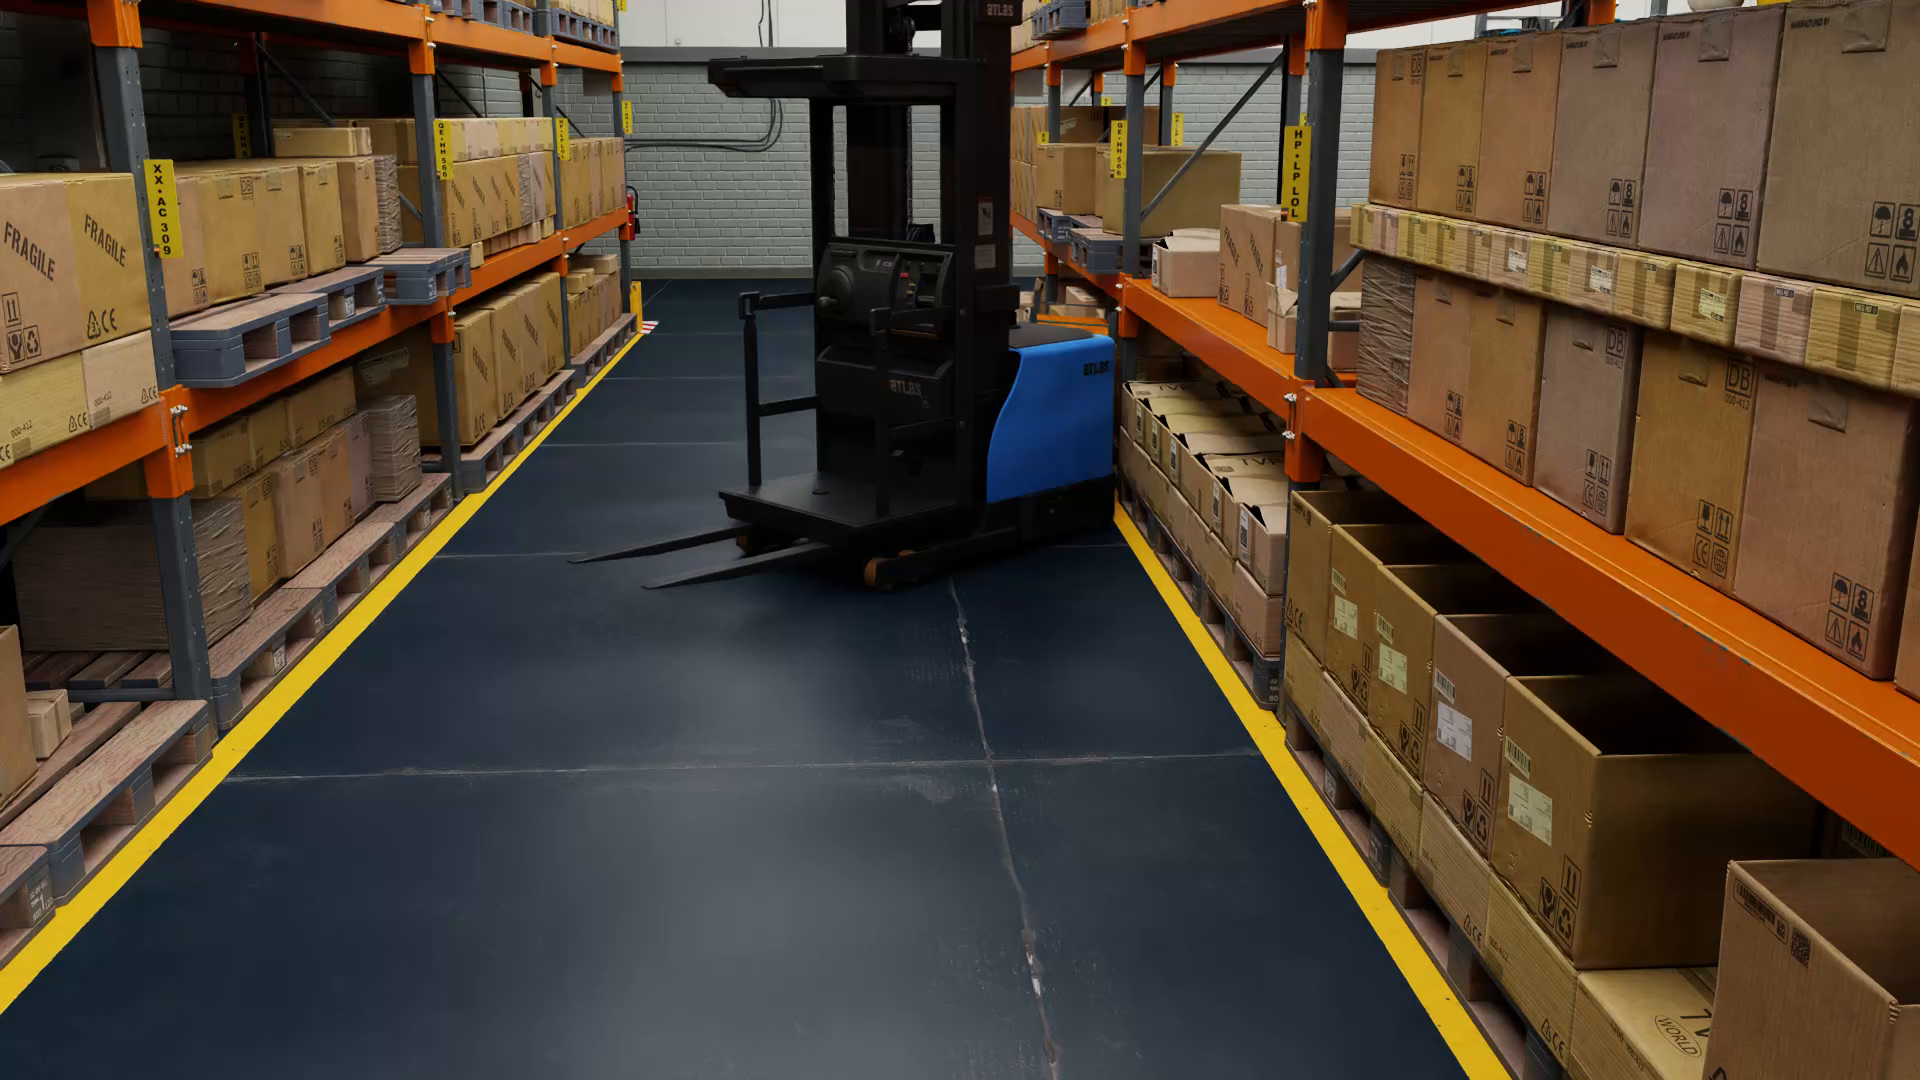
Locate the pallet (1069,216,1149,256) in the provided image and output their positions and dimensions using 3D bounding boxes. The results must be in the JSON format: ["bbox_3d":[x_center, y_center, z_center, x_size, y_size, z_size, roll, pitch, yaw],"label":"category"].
[{"bbox_3d":[1.342,-2.149,11.743,1.003,0.211,1.213,-1,14,-3],"label":"pallet"}]

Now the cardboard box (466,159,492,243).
[{"bbox_3d":[-3.274,-2.138,10.478,0.500,0.500,0.500,0,14,-2],"label":"cardboard box"}]

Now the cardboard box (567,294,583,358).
[{"bbox_3d":[-3.668,-1.856,14.393,0.700,0.500,0.500,-1,14,-3],"label":"cardboard box"}]

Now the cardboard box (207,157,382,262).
[{"bbox_3d":[-3.376,-1.687,8.479,0.700,0.500,0.500,-2,15,-9],"label":"cardboard box"}]

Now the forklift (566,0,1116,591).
[{"bbox_3d":[-0.535,-1.316,8.260,1.130,2.935,3.031,14,20,43],"label":"forklift"}]

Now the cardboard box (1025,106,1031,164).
[{"bbox_3d":[0.864,-3.660,15.024,0.500,0.500,0.500,-1,14,-3],"label":"cardboard box"}]

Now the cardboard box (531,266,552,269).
[{"bbox_3d":[-3.941,-2.454,15.418,0.380,0.149,0.250,-1,14,-4],"label":"cardboard box"}]

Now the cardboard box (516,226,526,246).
[{"bbox_3d":[-3.387,-2.230,12.136,0.380,0.149,0.250,-1,14,-3],"label":"cardboard box"}]

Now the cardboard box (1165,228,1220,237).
[{"bbox_3d":[1.446,-1.624,9.496,0.500,0.311,0.500,0,14,0],"label":"cardboard box"}]

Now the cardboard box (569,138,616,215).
[{"bbox_3d":[-3.874,-3.508,16.039,0.980,0.700,0.700,-1,14,-4],"label":"cardboard box"}]

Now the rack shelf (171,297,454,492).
[{"bbox_3d":[-3.353,-0.835,7.695,1.077,0.370,4.000,-1,14,-3],"label":"rack shelf"}]

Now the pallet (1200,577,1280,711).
[{"bbox_3d":[1.631,0.405,7.030,1.003,0.211,1.213,-1,14,-3],"label":"pallet"}]

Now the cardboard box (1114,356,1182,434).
[{"bbox_3d":[1.175,-0.989,10.986,0.500,0.500,0.500,0,14,-1],"label":"cardboard box"}]

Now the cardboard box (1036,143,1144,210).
[{"bbox_3d":[1.026,-2.883,13.169,0.700,0.500,0.500,-6,16,-22],"label":"cardboard box"}]

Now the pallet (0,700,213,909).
[{"bbox_3d":[-3.152,0.831,5.372,1.003,0.211,1.213,-1,14,-3],"label":"pallet"}]

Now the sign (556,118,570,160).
[{"bbox_3d":[-3.183,-3.209,13.312,0.100,0.325,0.005,-1,14,-3],"label":"sign"}]

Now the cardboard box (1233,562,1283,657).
[{"bbox_3d":[1.400,0.266,6.646,0.500,0.250,0.500,-1,14,-4],"label":"cardboard box"}]

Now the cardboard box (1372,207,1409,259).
[{"bbox_3d":[1.554,-0.994,5.366,0.380,0.149,0.250,-1,14,-3],"label":"cardboard box"}]

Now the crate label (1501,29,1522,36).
[{"bbox_3d":[5.650,-4.969,16.599,0.408,0.251,0.502,-1,14,-3],"label":"crate label"}]

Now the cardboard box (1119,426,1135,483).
[{"bbox_3d":[1.207,-0.495,9.606,0.500,0.250,0.500,-1,14,-4],"label":"cardboard box"}]

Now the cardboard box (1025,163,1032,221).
[{"bbox_3d":[0.865,-3.177,15.156,0.500,0.500,0.500,-1,14,-2],"label":"cardboard box"}]

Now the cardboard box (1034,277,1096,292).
[{"bbox_3d":[1.098,-2.224,15.777,0.797,0.503,0.637,-1,14,-3],"label":"cardboard box"}]

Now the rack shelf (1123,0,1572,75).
[{"bbox_3d":[1.591,-2.365,7.622,1.077,0.370,4.000,-1,14,-3],"label":"rack shelf"}]

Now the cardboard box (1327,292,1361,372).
[{"bbox_3d":[1.641,-0.812,6.465,0.500,0.250,0.500,0,14,0],"label":"cardboard box"}]

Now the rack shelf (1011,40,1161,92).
[{"bbox_3d":[1.096,-4.354,15.355,1.077,0.370,4.000,-1,14,-3],"label":"rack shelf"}]

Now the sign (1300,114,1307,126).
[{"bbox_3d":[2.021,-2.328,9.731,0.100,0.325,0.005,-1,14,-3],"label":"sign"}]

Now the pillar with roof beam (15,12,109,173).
[{"bbox_3d":[0.037,-4.316,7.741,9.100,9.000,0.400,-1,14,-3],"label":"pillar with roof beam"}]

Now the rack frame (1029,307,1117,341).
[{"bbox_3d":[0.619,-0.779,9.703,0.500,1.125,0.032,4,14,3],"label":"rack frame"}]

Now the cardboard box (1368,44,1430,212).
[{"bbox_3d":[1.749,-1.330,5.370,0.700,0.500,0.500,-1,14,-3],"label":"cardboard box"}]

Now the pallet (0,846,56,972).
[{"bbox_3d":[-3.073,1.135,4.190,1.003,0.211,1.213,-1,14,-3],"label":"pallet"}]

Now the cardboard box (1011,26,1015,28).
[{"bbox_3d":[0.768,-5.114,16.159,0.500,0.250,0.500,-1,14,-3],"label":"cardboard box"}]

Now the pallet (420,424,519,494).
[{"bbox_3d":[-3.450,-0.527,10.652,1.003,0.211,1.213,-1,14,-3],"label":"pallet"}]

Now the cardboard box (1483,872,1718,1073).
[{"bbox_3d":[1.559,0.983,3.863,0.500,0.250,0.500,-1,14,-3],"label":"cardboard box"}]

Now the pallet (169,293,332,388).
[{"bbox_3d":[-3.131,-0.785,6.443,1.003,0.211,1.213,-1,14,-3],"label":"pallet"}]

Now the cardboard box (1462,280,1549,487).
[{"bbox_3d":[1.815,-0.445,4.537,0.700,0.500,0.500,-1,14,-3],"label":"cardboard box"}]

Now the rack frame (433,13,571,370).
[{"bbox_3d":[-3.724,-2.675,13.405,1.000,3.000,0.127,-1,14,-3],"label":"rack frame"}]

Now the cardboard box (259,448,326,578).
[{"bbox_3d":[-3.364,-0.126,7.631,0.700,0.500,0.500,-1,14,-3],"label":"cardboard box"}]

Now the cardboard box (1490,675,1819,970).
[{"bbox_3d":[1.556,0.619,3.769,0.500,0.500,0.500,-1,14,-3],"label":"cardboard box"}]

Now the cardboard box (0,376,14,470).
[{"bbox_3d":[-2.828,-0.261,4.281,0.500,0.250,0.500,-1,14,-4],"label":"cardboard box"}]

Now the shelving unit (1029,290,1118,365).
[{"bbox_3d":[0.652,-0.903,10.195,0.538,1.125,1.048,4,14,3],"label":"shelving unit"}]

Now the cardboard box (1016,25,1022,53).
[{"bbox_3d":[0.800,-4.747,15.738,0.500,0.250,0.500,-1,14,-3],"label":"cardboard box"}]

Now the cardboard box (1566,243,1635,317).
[{"bbox_3d":[1.651,-0.609,3.870,0.380,0.149,0.250,-1,14,-4],"label":"cardboard box"}]

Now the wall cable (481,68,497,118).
[{"bbox_3d":[-4.996,-4.466,18.325,0.084,1.984,1.851,-1,14,-3],"label":"wall cable"}]

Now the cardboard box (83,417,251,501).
[{"bbox_3d":[-3.322,-0.344,6.971,0.500,0.250,0.500,-1,14,-5],"label":"cardboard box"}]

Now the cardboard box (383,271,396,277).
[{"bbox_3d":[-3.266,-1.654,9.899,0.380,0.149,0.250,-1,14,-4],"label":"cardboard box"}]

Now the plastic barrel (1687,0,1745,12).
[{"bbox_3d":[5.946,-4.415,13.032,0.433,0.535,0.433,0,14,0],"label":"plastic barrel"}]

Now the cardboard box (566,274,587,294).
[{"bbox_3d":[-3.507,-2.258,14.654,0.380,0.149,0.250,0,14,-2],"label":"cardboard box"}]

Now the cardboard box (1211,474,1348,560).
[{"bbox_3d":[1.365,-0.132,7.070,0.500,0.311,0.500,0,14,-2],"label":"cardboard box"}]

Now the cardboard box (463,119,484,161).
[{"bbox_3d":[-3.281,-2.496,10.367,0.500,0.250,0.500,-1,14,-4],"label":"cardboard box"}]

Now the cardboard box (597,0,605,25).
[{"bbox_3d":[-3.628,-4.995,15.656,0.500,0.250,0.500,-1,14,-6],"label":"cardboard box"}]

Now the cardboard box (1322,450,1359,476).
[{"bbox_3d":[1.879,-0.266,7.592,0.500,0.311,0.500,-1,14,-5],"label":"cardboard box"}]

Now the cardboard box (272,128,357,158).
[{"bbox_3d":[-3.391,-2.091,8.748,0.380,0.149,0.250,-3,15,-13],"label":"cardboard box"}]
